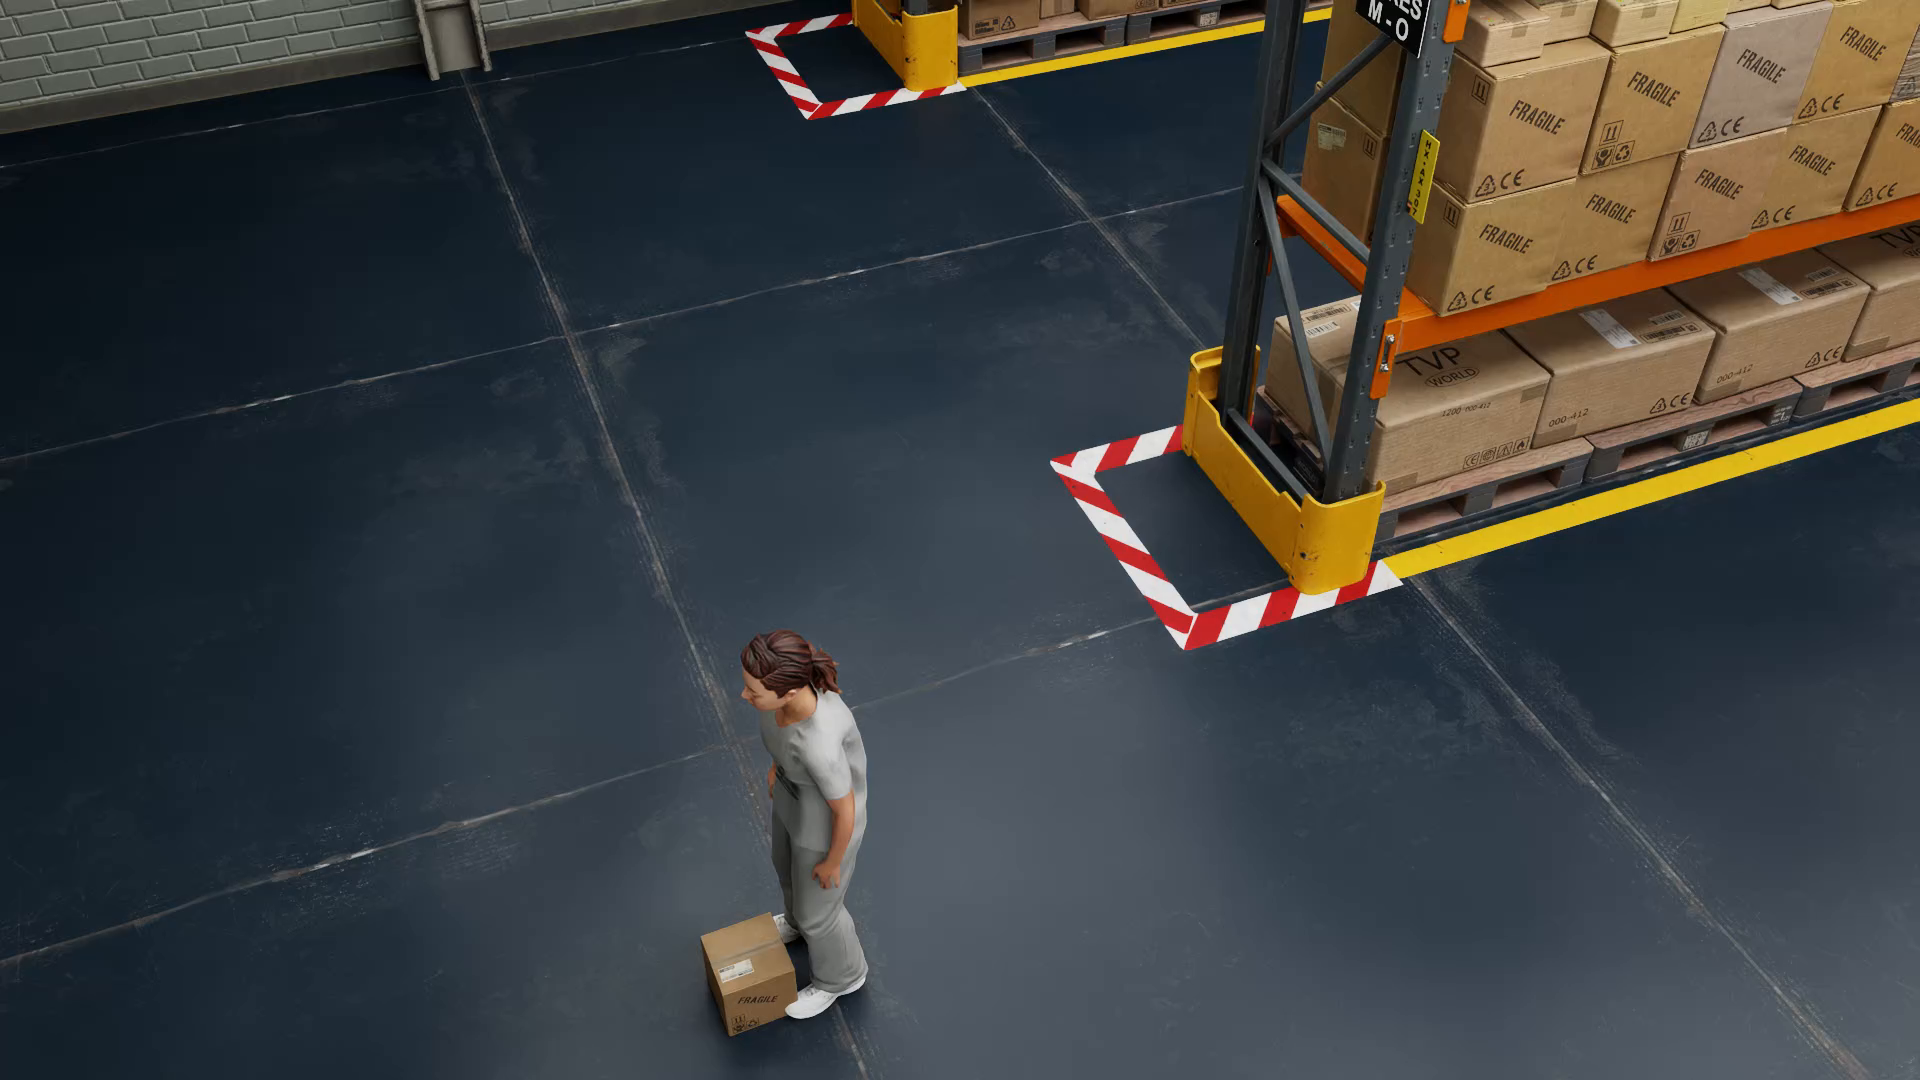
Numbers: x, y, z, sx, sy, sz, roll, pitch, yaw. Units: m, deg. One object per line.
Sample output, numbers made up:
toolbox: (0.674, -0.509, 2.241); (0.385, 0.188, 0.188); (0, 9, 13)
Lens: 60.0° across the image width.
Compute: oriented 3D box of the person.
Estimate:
person: (-0.480, 0.862, 5.201); (0.362, 1.671, 0.501); (-18, 45, -19)
